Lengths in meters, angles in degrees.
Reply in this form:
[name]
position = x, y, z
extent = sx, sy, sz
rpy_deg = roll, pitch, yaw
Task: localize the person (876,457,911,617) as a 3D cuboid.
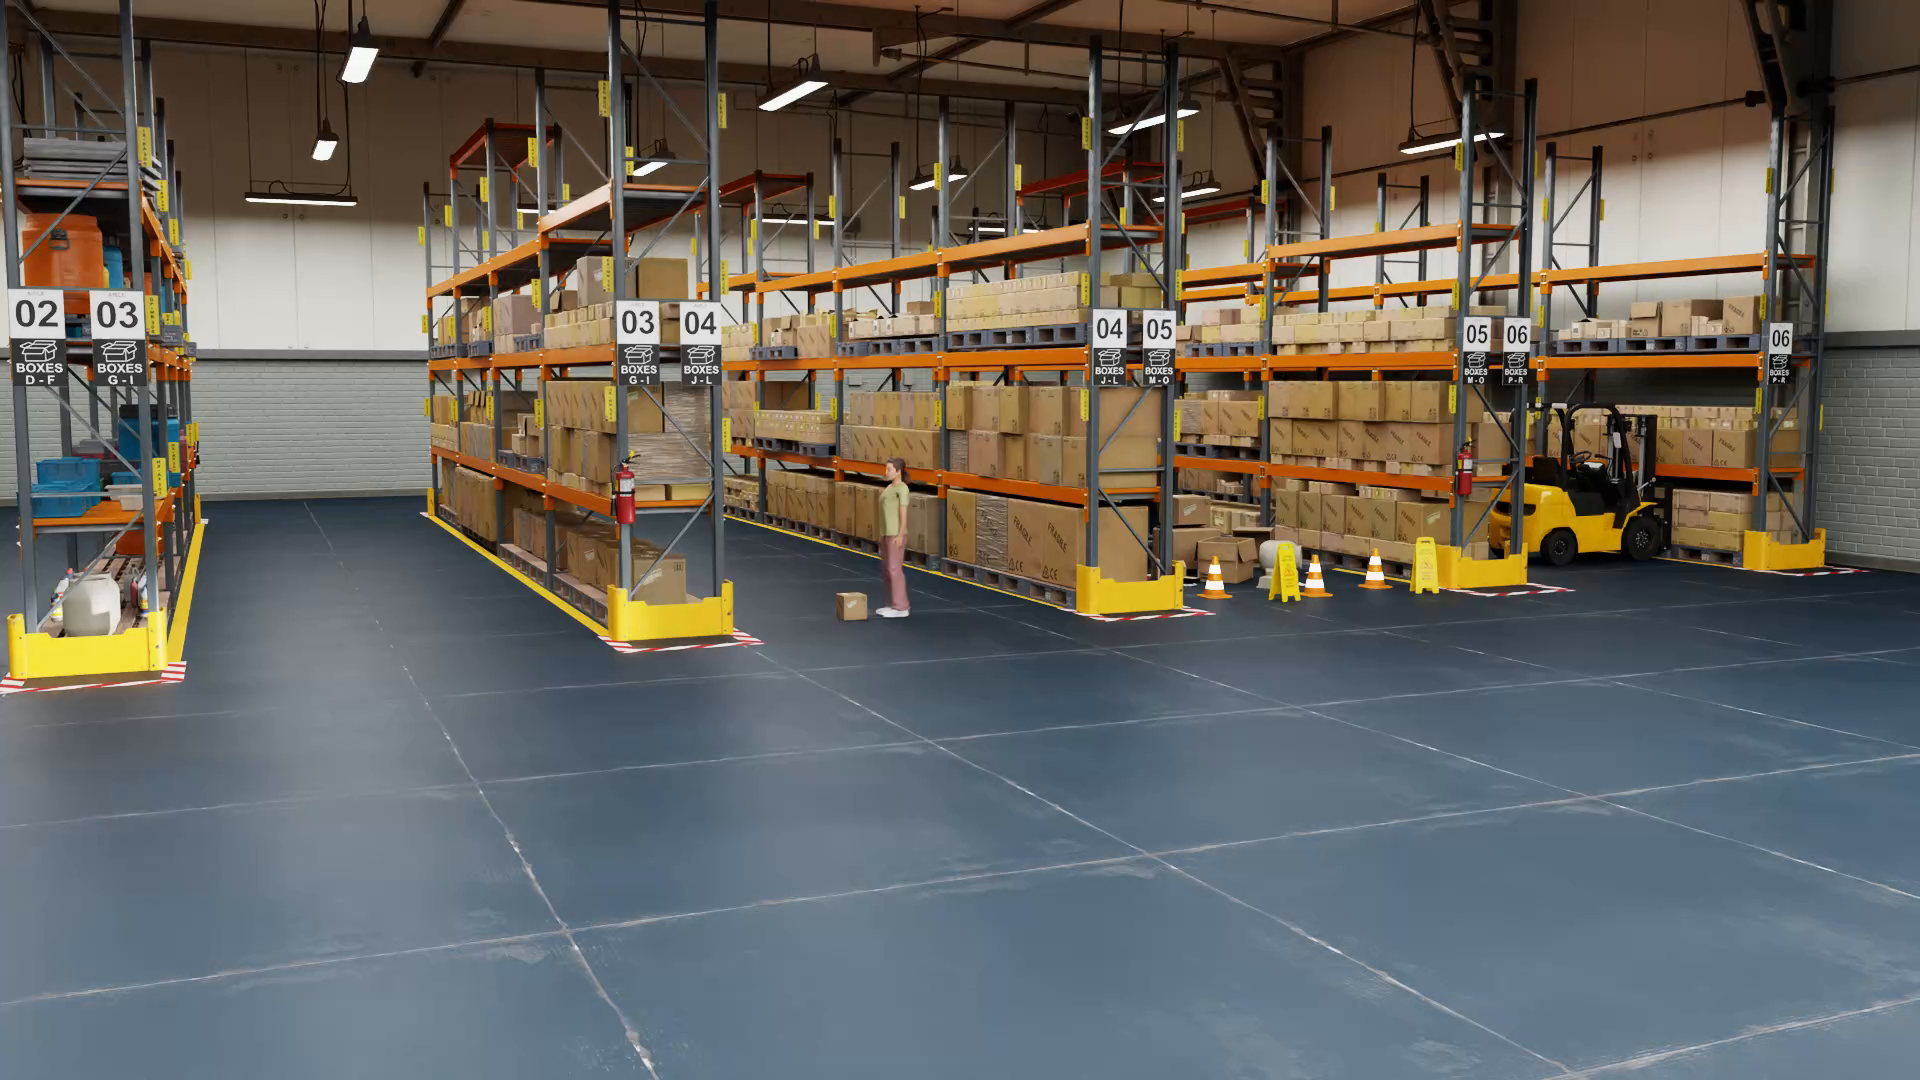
[person]
position = -0.681, -0.034, 17.359
extent = 0.370, 1.668, 0.441
rpy_deg = -2, 6, -22
